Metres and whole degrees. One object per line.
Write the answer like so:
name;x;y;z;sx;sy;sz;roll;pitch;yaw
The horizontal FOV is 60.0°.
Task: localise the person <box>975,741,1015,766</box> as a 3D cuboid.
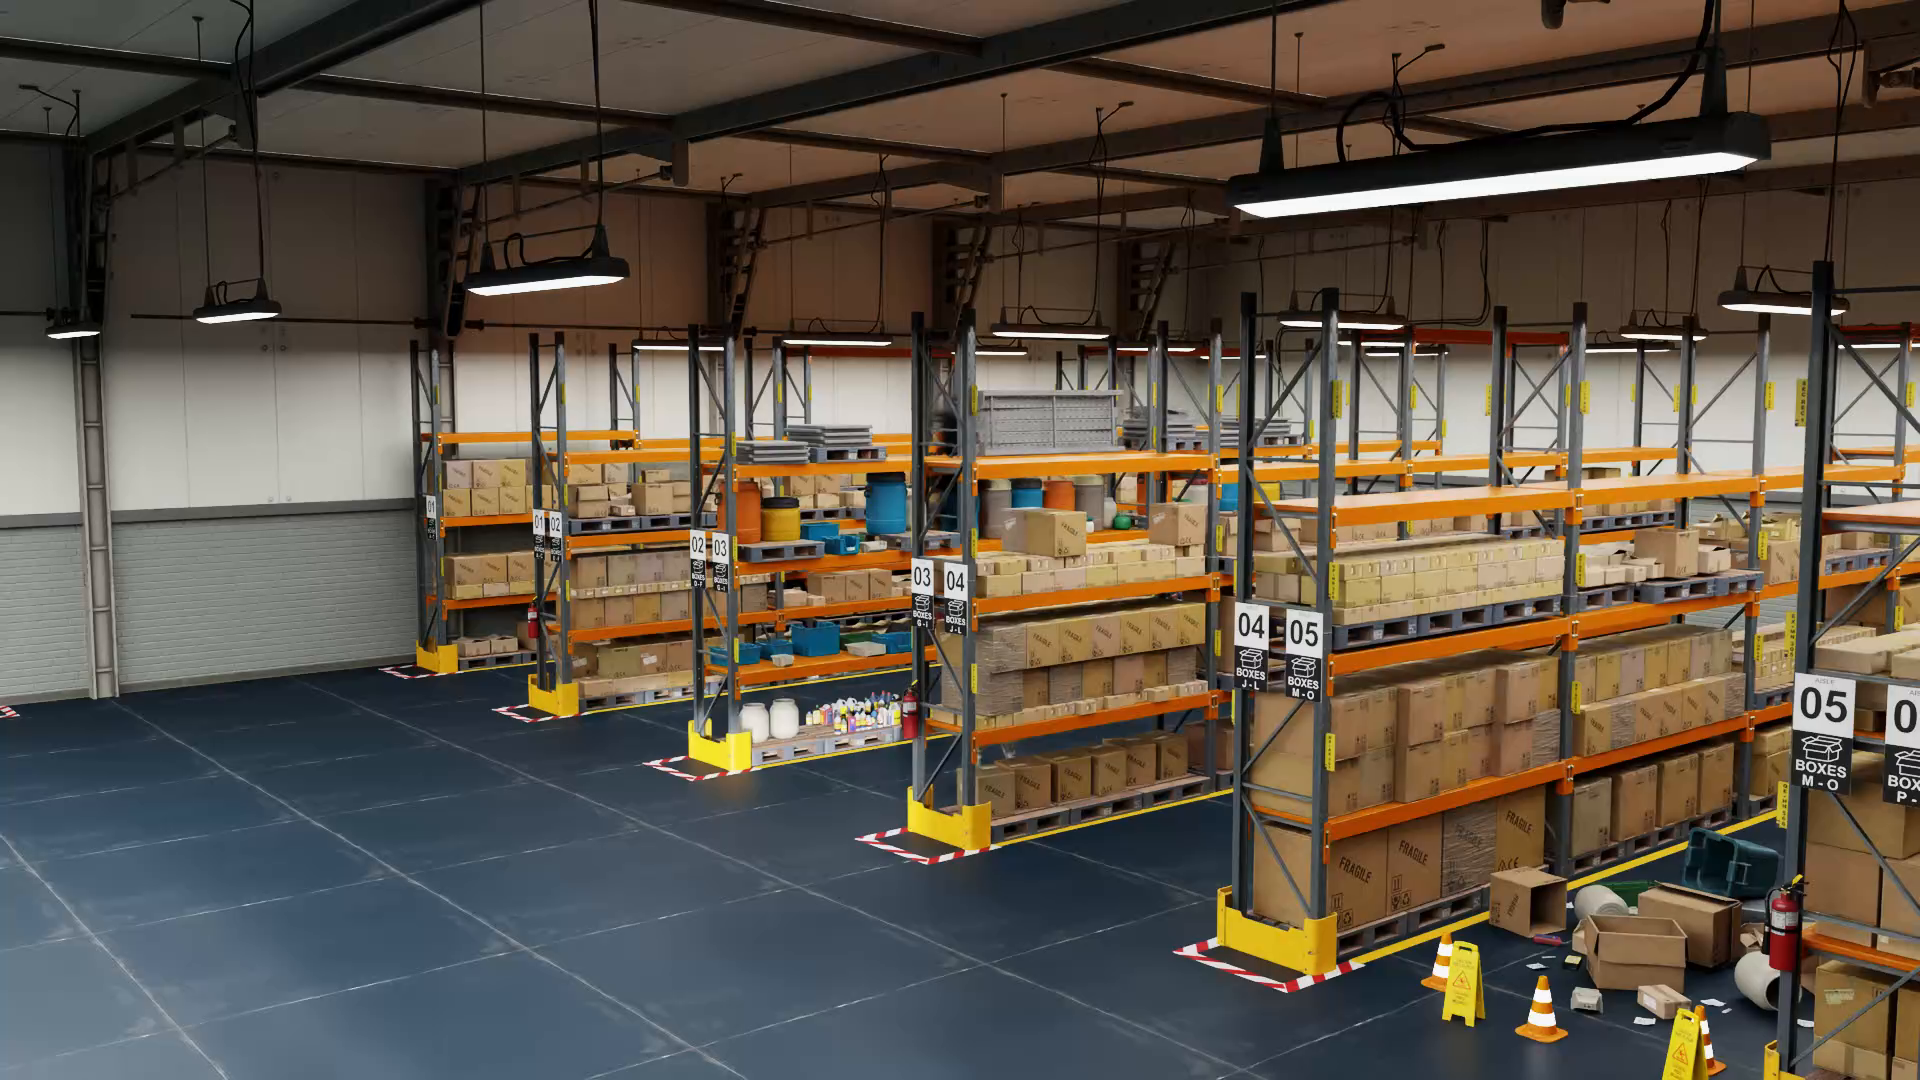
person;0.328;2.084;21.468;0.705;1.744;0.751;1;5;12
